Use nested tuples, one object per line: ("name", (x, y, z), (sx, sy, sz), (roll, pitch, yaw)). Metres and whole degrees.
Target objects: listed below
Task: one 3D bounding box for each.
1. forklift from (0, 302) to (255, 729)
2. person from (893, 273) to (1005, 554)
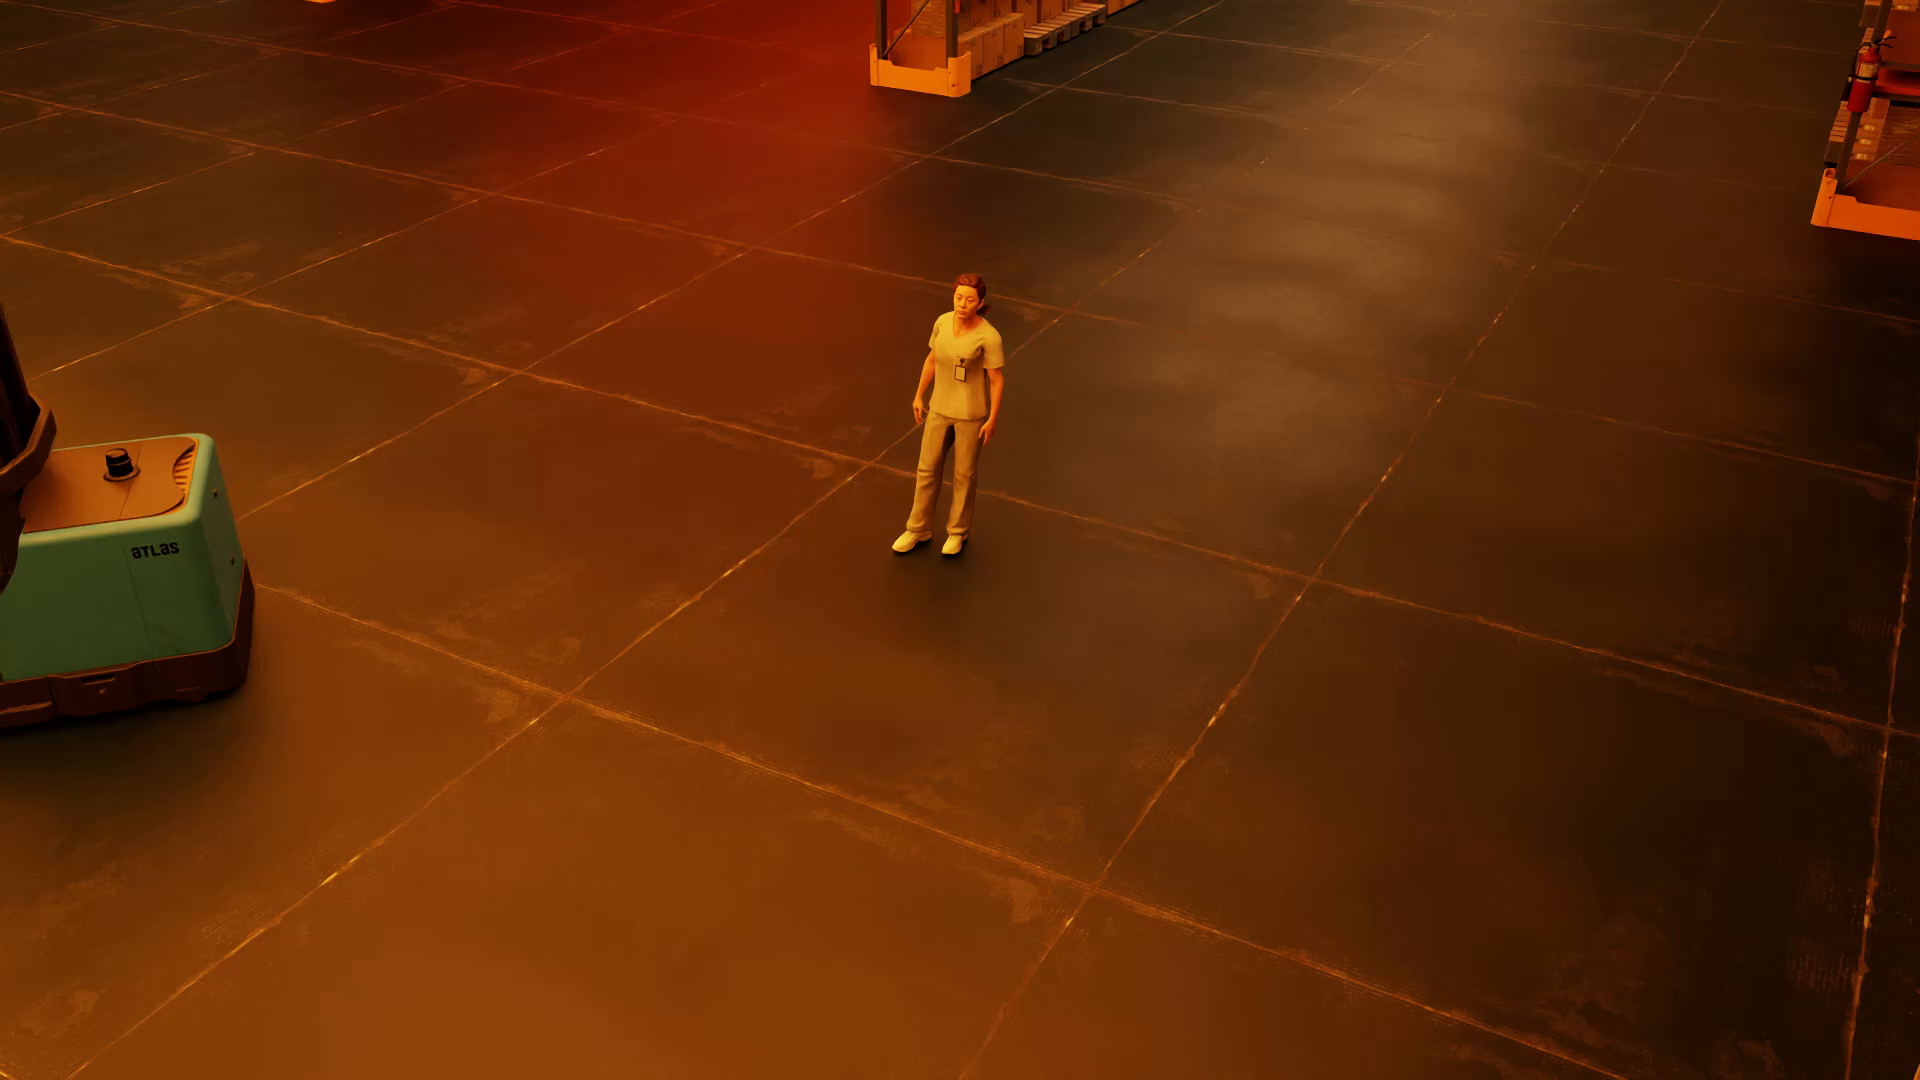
("forklift", (-5.284, -0.481, 7.905), (3.031, 2.935, 1.130), (-9, 31, -15))
("person", (-0.048, -0.698, 9.533), (0.549, 1.661, 0.548), (15, 33, 25))
